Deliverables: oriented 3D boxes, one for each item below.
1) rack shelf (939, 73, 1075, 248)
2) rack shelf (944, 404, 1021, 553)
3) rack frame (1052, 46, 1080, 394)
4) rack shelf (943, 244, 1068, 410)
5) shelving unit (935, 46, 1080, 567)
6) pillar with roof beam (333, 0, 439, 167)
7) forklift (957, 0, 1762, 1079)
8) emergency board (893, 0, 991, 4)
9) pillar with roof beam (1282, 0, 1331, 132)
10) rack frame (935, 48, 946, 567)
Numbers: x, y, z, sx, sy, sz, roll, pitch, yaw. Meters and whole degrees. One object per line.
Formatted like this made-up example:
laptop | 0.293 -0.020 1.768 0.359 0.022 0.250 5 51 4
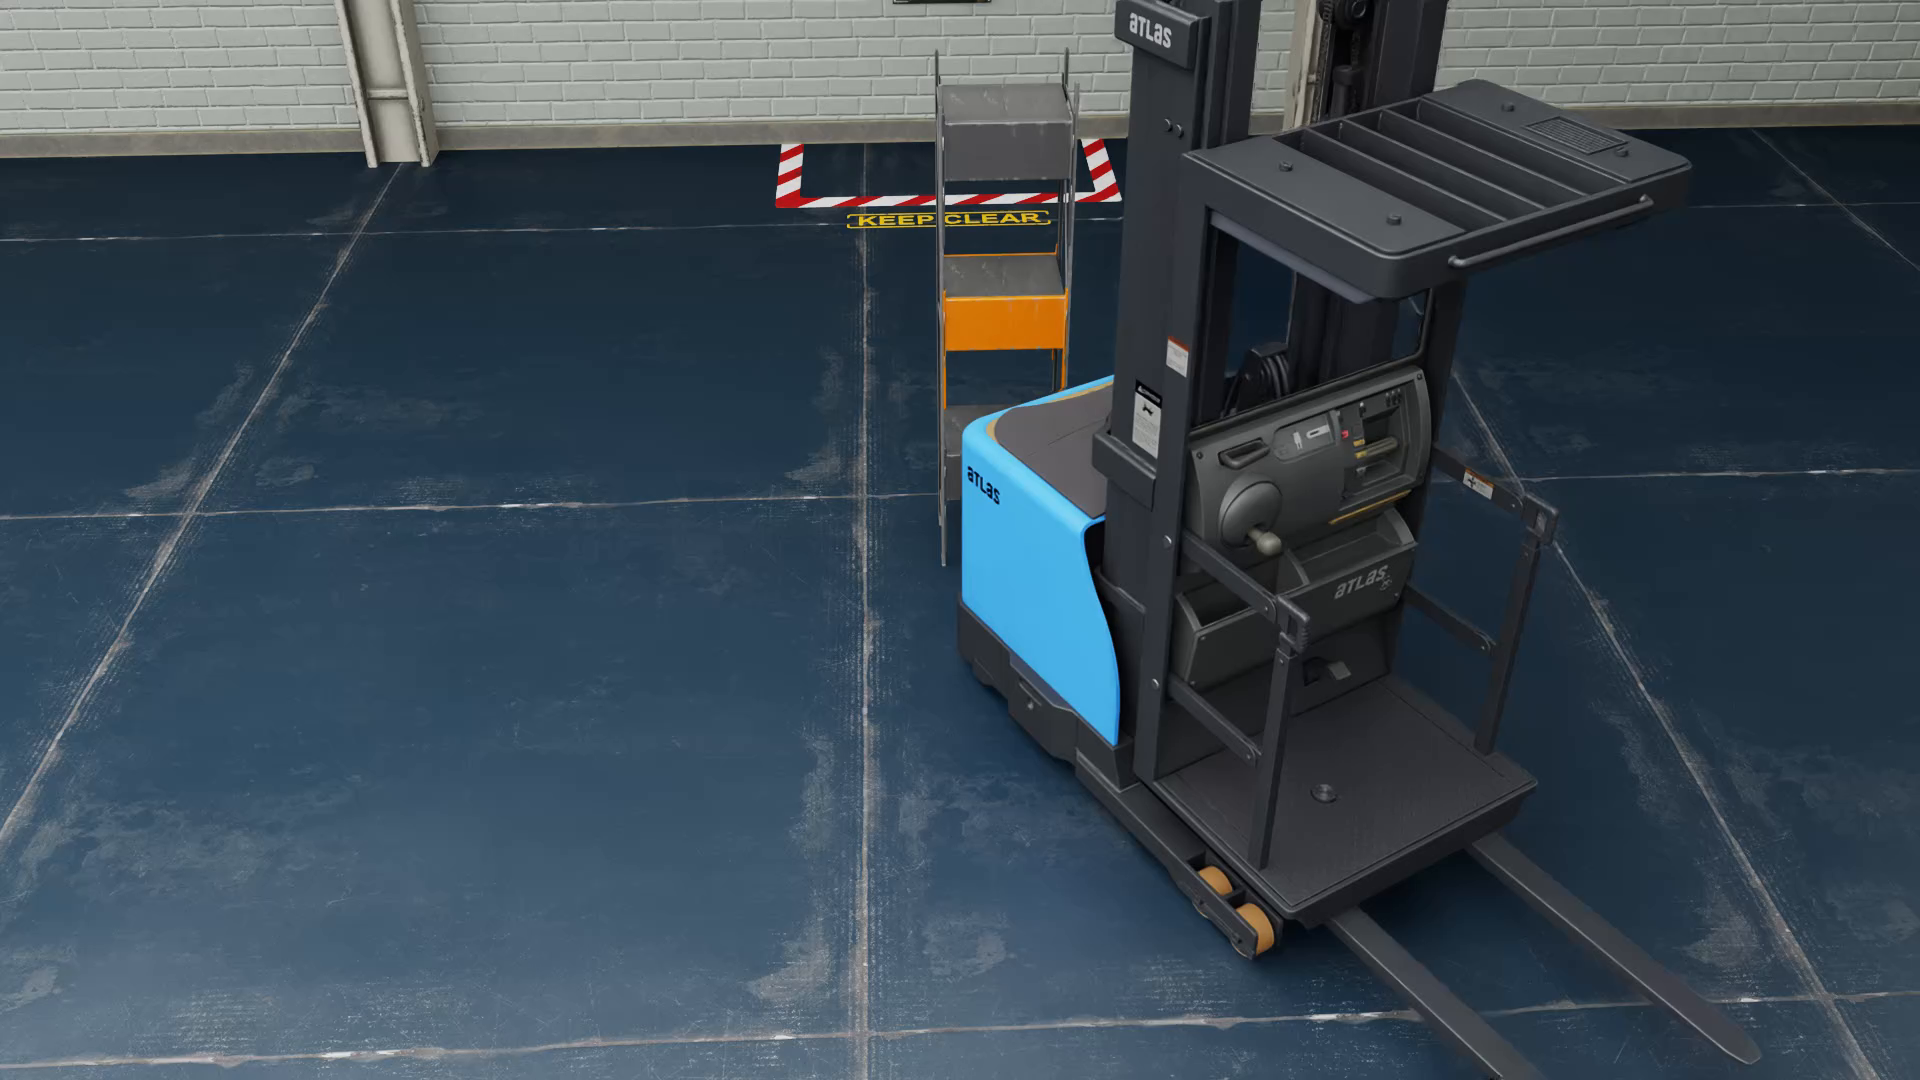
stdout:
rack shelf | 0.165 -1.432 6.268 0.480 0.518 0.431 -2 35 -2
rack shelf | 0.165 -0.281 7.065 0.480 0.518 0.431 -2 35 -2
rack frame | 0.409 -0.874 6.668 0.015 2.100 0.400 -2 35 -2
rack shelf | 0.165 -0.857 6.667 0.480 0.518 0.431 -2 35 -2
shelving unit | 0.165 -0.868 6.659 0.503 2.100 0.431 -2 35 -2
pillar with roof beam | -3.422 -3.749 4.760 0.400 9.000 9.100 -2 35 -2
forklift | 1.199 -0.180 4.935 1.130 2.935 3.031 -20 39 -26
emergency board | -0.112 -3.857 10.187 0.626 1.169 0.157 -2 35 -2
pillar with roof beam | 2.572 -3.911 4.994 0.400 9.000 9.100 -2 35 -2
rack frame | -0.078 -0.861 6.649 0.015 2.100 0.400 -2 35 -2
